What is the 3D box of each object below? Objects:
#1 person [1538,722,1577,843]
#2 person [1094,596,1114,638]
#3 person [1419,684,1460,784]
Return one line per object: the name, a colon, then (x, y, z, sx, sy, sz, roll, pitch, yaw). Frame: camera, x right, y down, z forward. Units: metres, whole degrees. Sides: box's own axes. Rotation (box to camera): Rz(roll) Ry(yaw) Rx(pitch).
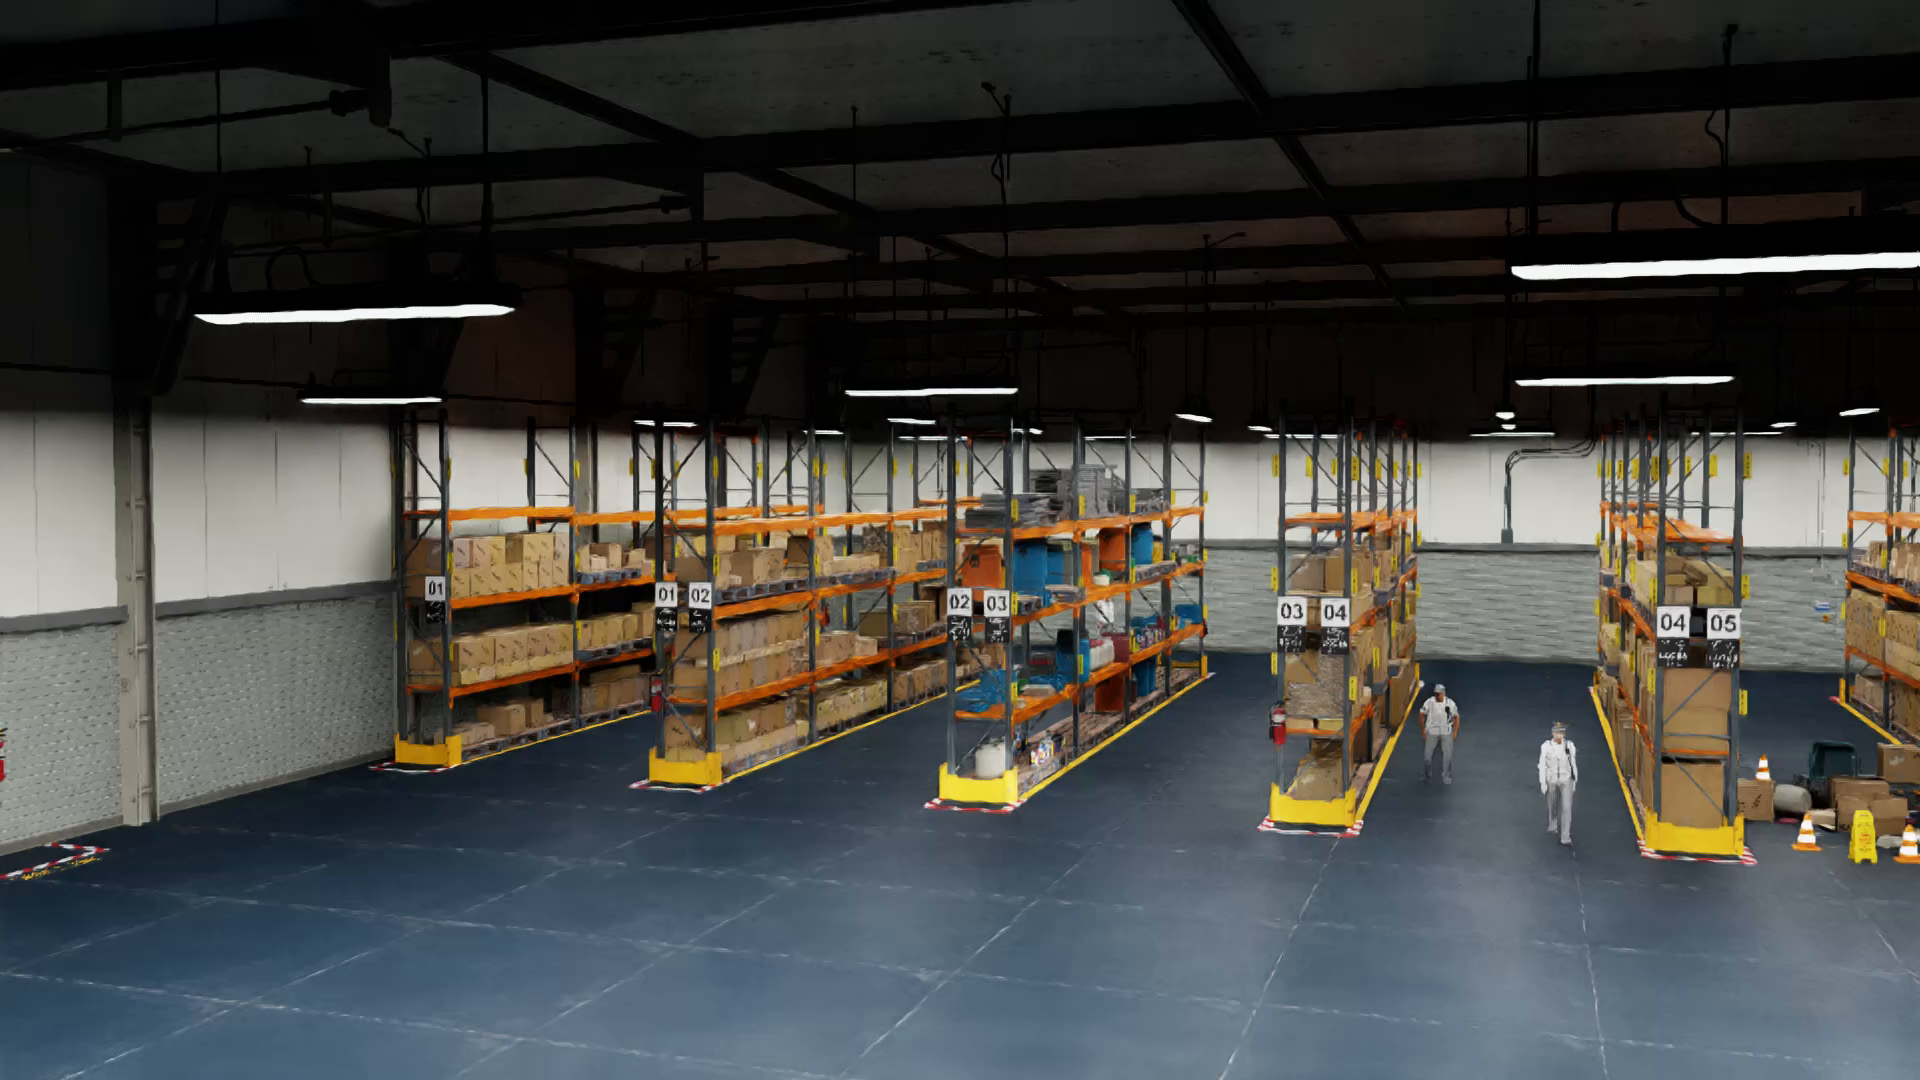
person: (8.055, 3.224, 22.419, 0.495, 1.589, 1.086, 1, 3, 21)
person: (3.818, 2.195, 45.017, 0.728, 1.765, 0.512, -1, 3, -25)
person: (7.602, 3.072, 26.394, 0.625, 1.611, 0.575, 1, 3, 16)
